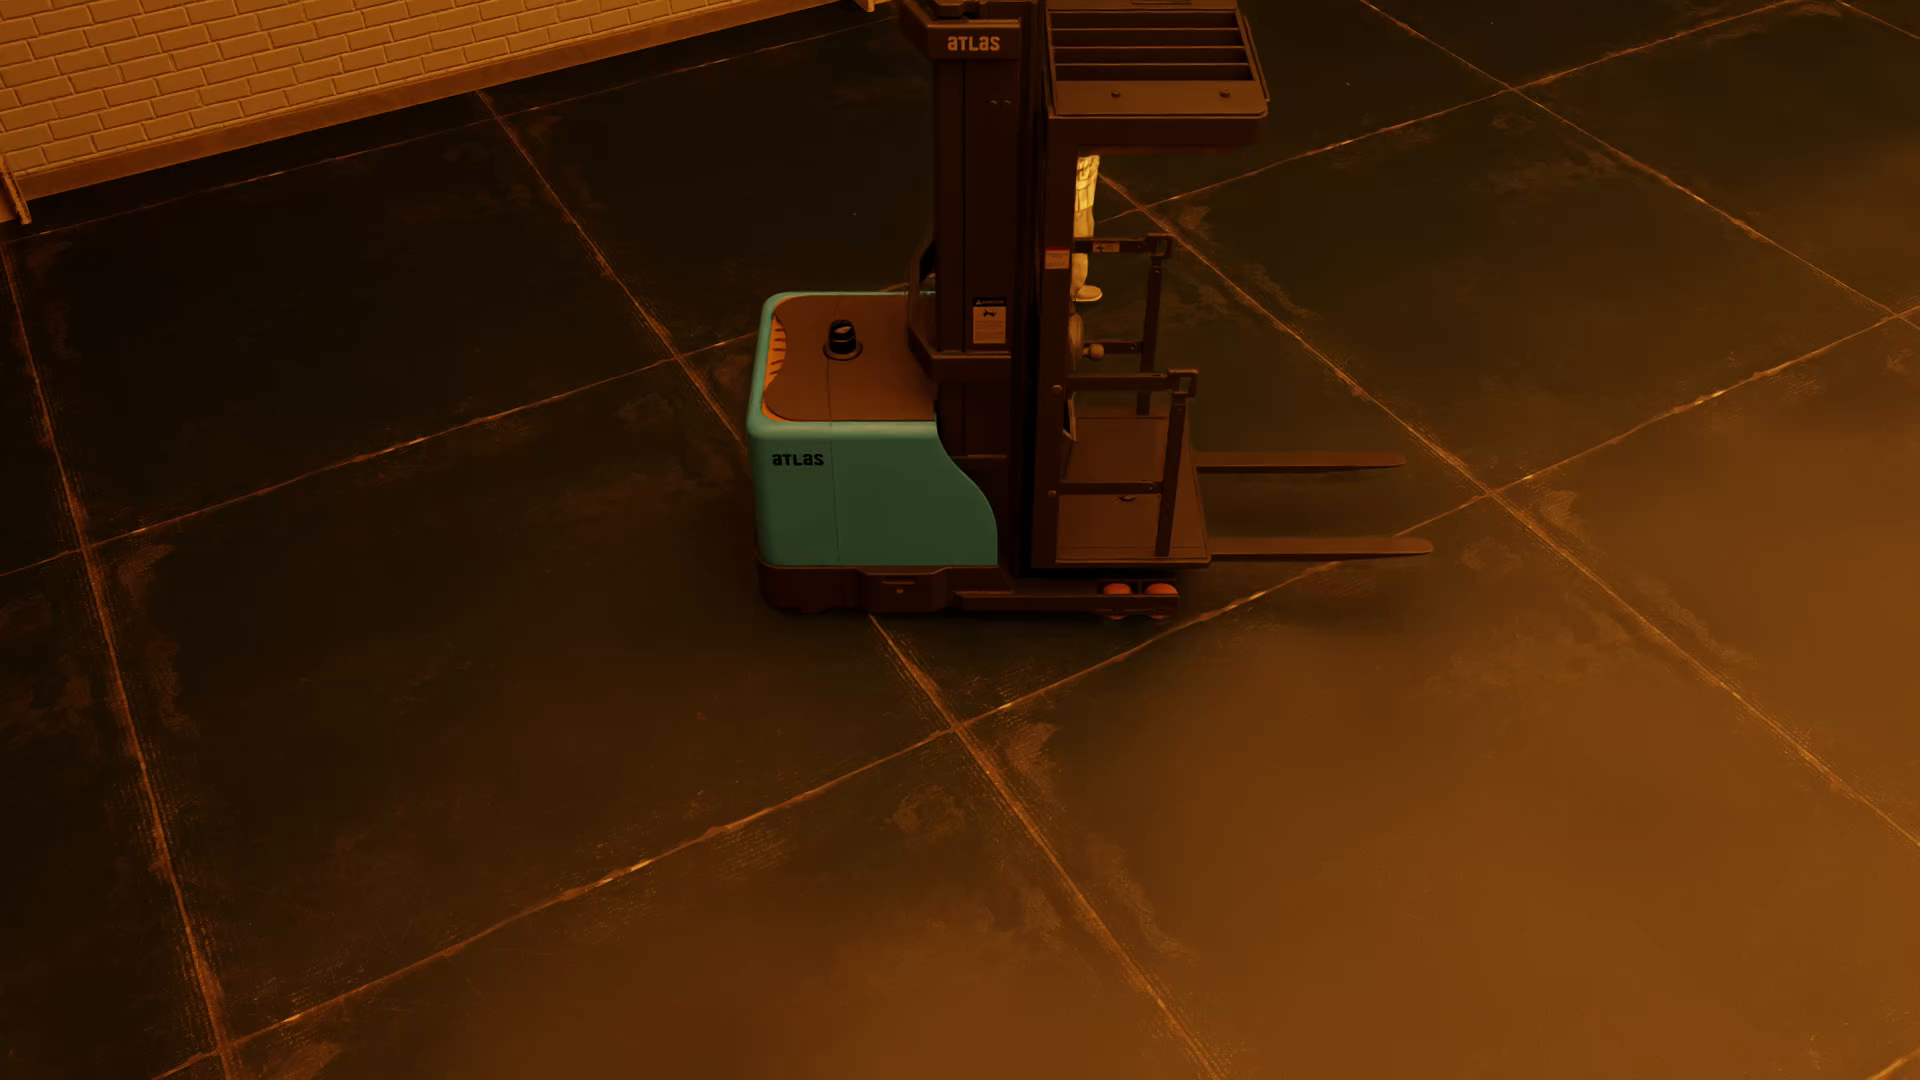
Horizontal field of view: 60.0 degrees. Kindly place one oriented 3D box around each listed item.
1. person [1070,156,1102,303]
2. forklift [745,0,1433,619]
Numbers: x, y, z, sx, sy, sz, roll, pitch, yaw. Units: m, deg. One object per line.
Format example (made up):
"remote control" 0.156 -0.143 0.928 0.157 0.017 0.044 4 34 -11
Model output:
"person" 0.555 -1.770 8.559 0.443 1.643 0.730 6 43 6
"forklift" 0.614 -1.084 6.867 3.031 2.935 1.130 0 43 0
